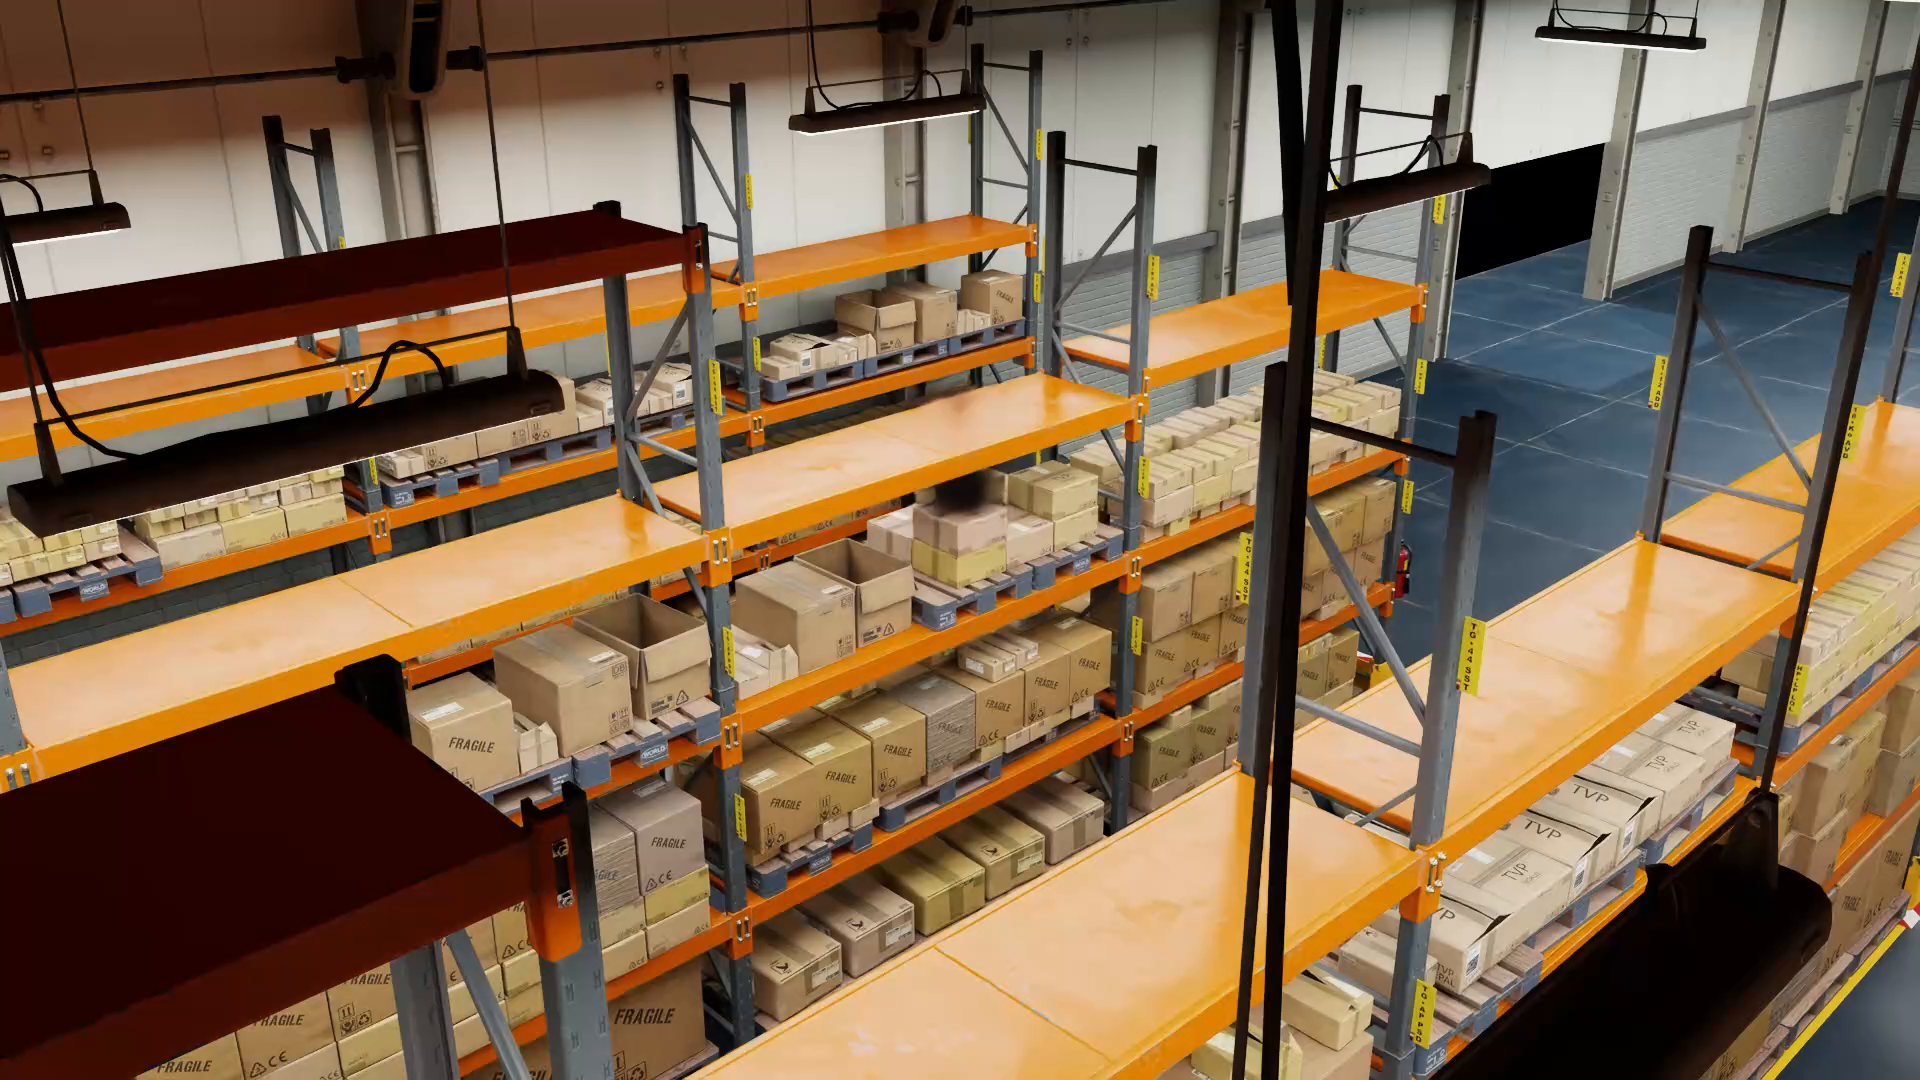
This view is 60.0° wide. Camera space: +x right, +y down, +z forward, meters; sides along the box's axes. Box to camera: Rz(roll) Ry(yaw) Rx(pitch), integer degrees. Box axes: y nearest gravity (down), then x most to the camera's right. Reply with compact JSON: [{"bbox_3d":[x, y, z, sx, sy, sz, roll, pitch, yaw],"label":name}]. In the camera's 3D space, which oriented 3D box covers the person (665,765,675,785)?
[{"bbox_3d":[-2.488,1.769,14.369,0.558,1.642,0.946,13,26,28],"label":"person"}]
